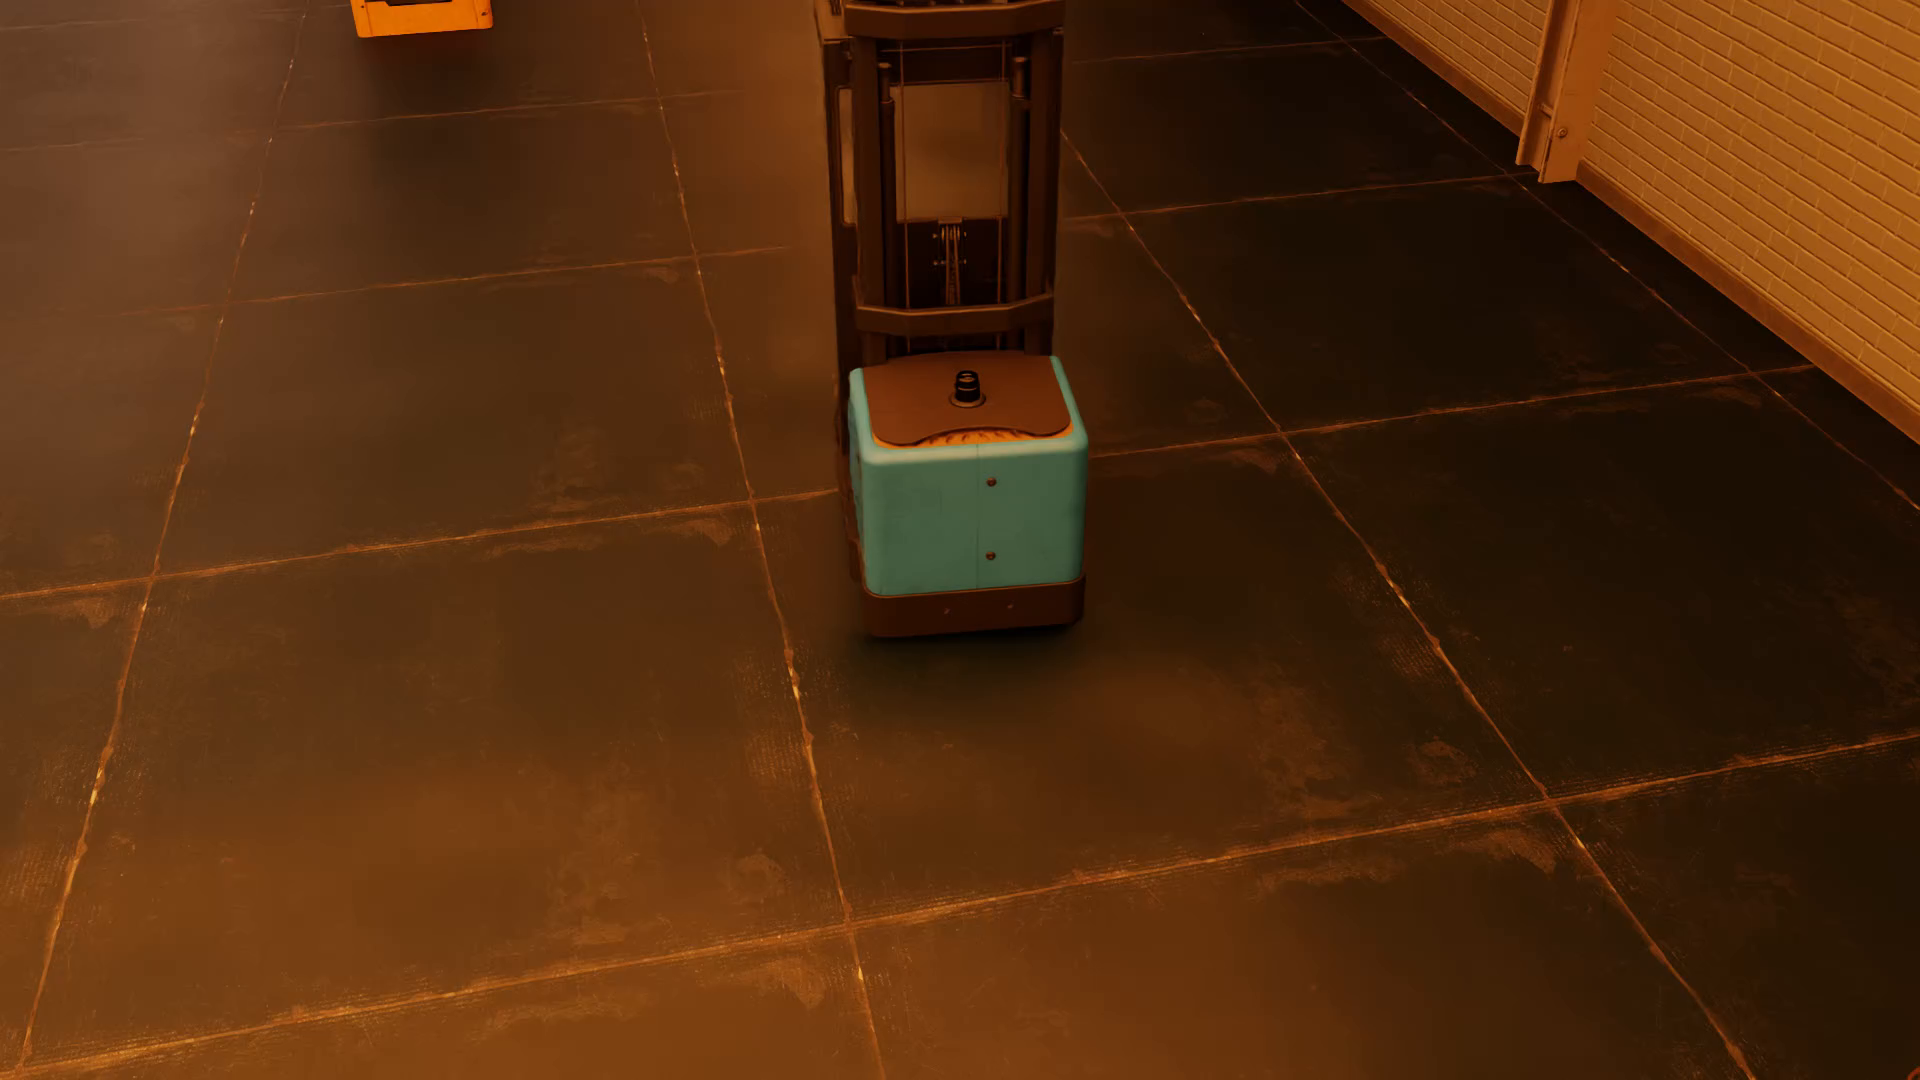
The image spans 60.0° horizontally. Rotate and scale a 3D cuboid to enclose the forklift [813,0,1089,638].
[{"bbox_3d":[-0.111,-1.580,8.246,1.130,2.935,3.031,-4,36,-6],"label":"forklift"}]
